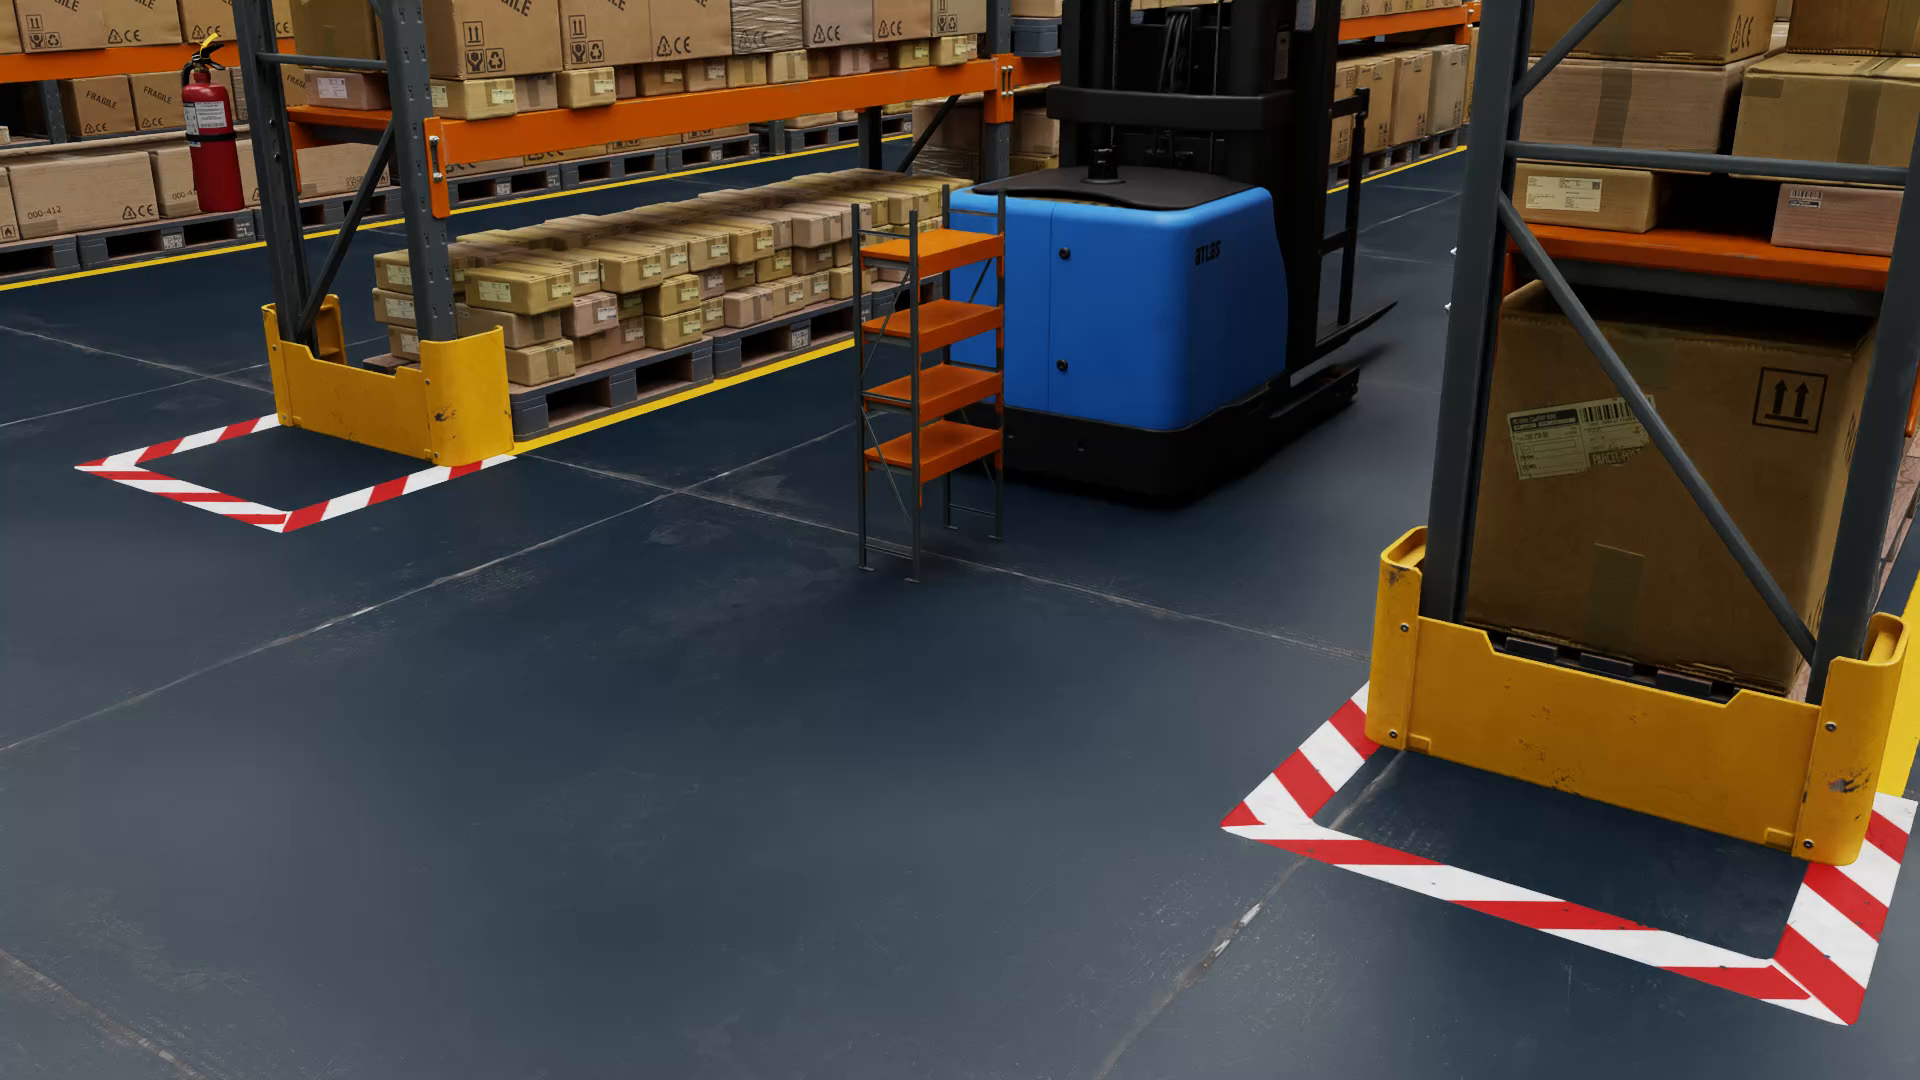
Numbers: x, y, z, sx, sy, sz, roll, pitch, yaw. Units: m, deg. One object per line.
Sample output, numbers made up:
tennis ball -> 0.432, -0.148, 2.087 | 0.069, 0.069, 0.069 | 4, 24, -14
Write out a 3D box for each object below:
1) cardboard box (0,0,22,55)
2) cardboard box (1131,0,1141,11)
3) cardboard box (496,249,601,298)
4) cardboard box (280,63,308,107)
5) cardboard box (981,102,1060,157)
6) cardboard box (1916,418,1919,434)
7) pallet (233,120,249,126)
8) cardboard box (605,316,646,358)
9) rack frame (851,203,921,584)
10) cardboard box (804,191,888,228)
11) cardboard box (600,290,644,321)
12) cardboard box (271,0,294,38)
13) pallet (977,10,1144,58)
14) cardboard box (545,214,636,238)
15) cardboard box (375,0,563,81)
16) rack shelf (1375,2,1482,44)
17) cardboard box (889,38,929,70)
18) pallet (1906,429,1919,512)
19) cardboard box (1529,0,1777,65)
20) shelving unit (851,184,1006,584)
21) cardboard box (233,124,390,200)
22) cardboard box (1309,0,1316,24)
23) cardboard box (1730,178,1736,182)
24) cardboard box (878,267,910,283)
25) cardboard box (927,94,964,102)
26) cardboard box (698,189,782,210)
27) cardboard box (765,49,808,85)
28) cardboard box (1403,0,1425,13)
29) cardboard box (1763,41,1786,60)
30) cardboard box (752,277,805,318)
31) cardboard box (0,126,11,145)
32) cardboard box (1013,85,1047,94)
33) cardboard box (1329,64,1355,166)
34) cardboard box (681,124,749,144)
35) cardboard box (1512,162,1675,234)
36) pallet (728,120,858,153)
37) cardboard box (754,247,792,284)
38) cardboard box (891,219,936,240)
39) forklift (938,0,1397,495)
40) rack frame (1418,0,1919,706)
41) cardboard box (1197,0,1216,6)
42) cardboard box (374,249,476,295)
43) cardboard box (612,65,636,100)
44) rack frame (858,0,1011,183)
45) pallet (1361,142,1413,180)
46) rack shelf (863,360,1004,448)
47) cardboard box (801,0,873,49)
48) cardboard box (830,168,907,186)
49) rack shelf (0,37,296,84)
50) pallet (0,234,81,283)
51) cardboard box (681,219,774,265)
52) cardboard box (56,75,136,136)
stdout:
cardboard box -> -5.794, -3.041, 9.518 | 0.500, 0.500, 0.500 | 13, 24, 31
cardboard box -> 0.875, -3.299, 10.116 | 0.380, 0.149, 0.250 | 14, 24, 32
cardboard box -> -1.781, -1.151, 7.199 | 0.380, 0.149, 0.250 | 14, 24, 33
cardboard box -> -6.815, -4.593, 16.856 | 0.500, 0.500, 0.500 | 15, 25, 34
cardboard box -> 0.471, -2.510, 10.143 | 0.500, 0.250, 0.500 | 12, 23, 29
cardboard box -> 3.445, -1.003, 6.611 | 0.875, 0.875, 0.875 | 13, 24, 32
pallet -> -7.310, -4.161, 16.709 | 1.003, 0.211, 1.213 | 13, 24, 32
cardboard box -> -1.639, -0.937, 7.477 | 0.380, 0.149, 0.250 | 14, 24, 32
rack frame -> -0.230, -0.445, 5.239 | 0.240, 1.200, 0.015 | 13, 24, 32
cardboard box -> -0.603, -1.746, 8.808 | 0.380, 0.149, 0.250 | 14, 25, 34
cardboard box -> -1.640, -1.080, 7.436 | 0.380, 0.149, 0.250 | 14, 24, 33
cardboard box -> -4.648, -3.625, 11.096 | 0.500, 0.500, 0.500 | 13, 24, 31
pallet -> 0.387, -3.074, 10.028 | 1.003, 0.211, 1.213 | 13, 24, 32
cardboard box -> -1.792, -1.475, 8.076 | 0.380, 0.149, 0.250 | 14, 25, 34
cardboard box -> -1.931, -2.087, 6.509 | 0.500, 0.500, 0.500 | 15, 25, 34
rack shelf -> 5.458, -5.505, 17.360 | 1.077, 0.370, 4.000 | 13, 24, 32
cardboard box -> -0.385, -2.567, 8.744 | 0.380, 0.149, 0.250 | 14, 25, 34
pallet -> 3.390, -0.466, 6.720 | 1.003, 0.211, 1.213 | 13, 24, 32
cardboard box -> 1.690, -1.441, 4.043 | 0.500, 0.500, 0.500 | 14, 24, 32
shelving unit -> -0.093, -0.515, 5.428 | 0.258, 1.200, 0.503 | 13, 24, 32
cardboard box -> -4.756, -2.745, 11.951 | 0.875, 0.438, 0.875 | 13, 24, 31
cardboard box -> 2.561, -4.244, 12.770 | 0.500, 0.500, 0.500 | 14, 24, 32
cardboard box -> 2.134, -1.171, 4.969 | 0.380, 0.149, 0.250 | 13, 24, 31
cardboard box -> -0.412, -1.507, 9.020 | 0.380, 0.149, 0.250 | 12, 24, 30
cardboard box -> -0.511, -4.811, 17.631 | 0.950, 0.372, 0.625 | 15, 25, 35
cardboard box -> -1.172, -1.767, 8.866 | 0.380, 0.149, 0.250 | 14, 24, 33
cardboard box -> -0.950, -2.265, 7.926 | 0.380, 0.149, 0.250 | 14, 24, 33
cardboard box -> 3.694, -4.823, 14.337 | 0.500, 0.500, 0.500 | 14, 24, 32
cardboard box -> 1.972, -1.234, 4.566 | 0.500, 0.250, 0.500 | 13, 24, 31
cardboard box -> -0.994, -1.219, 8.242 | 0.380, 0.149, 0.250 | 13, 24, 32
cardboard box -> -8.492, -3.519, 14.459 | 0.380, 0.149, 0.250 | 12, 24, 30
cardboard box -> 0.632, -2.912, 11.229 | 0.500, 0.250, 0.500 | 12, 23, 29
cardboard box -> 2.502, -3.420, 13.323 | 1.050, 0.750, 0.750 | 13, 24, 31
cardboard box -> -2.522, -4.075, 14.916 | 0.875, 0.875, 0.875 | 13, 24, 31
cardboard box -> 1.561, -0.877, 4.176 | 0.380, 0.149, 0.250 | 14, 24, 33
pallet -> -1.625, -3.973, 16.202 | 1.003, 0.211, 1.213 | 13, 24, 32
cardboard box -> -1.057, -1.389, 8.270 | 0.380, 0.149, 0.250 | 15, 25, 34
cardboard box -> -0.355, -1.660, 9.003 | 0.380, 0.149, 0.250 | 12, 24, 30
forklift -> 1.121, -1.996, 6.936 | 1.130, 2.935, 3.031 | 12, 24, 30
rack frame -> 1.633, -0.829, 3.682 | 1.000, 3.000, 0.127 | 13, 24, 32
cardboard box -> 1.463, -3.602, 10.935 | 0.380, 0.149, 0.250 | 14, 25, 33
cardboard box -> -2.324, -1.165, 7.238 | 0.380, 0.149, 0.250 | 14, 24, 32
cardboard box -> -1.622, -1.985, 7.171 | 0.380, 0.149, 0.250 | 15, 25, 34
rack frame -> -0.163, -2.973, 9.478 | 1.000, 3.000, 0.127 | 13, 24, 32
pallet -> 3.277, -3.373, 14.579 | 1.003, 0.211, 1.213 | 13, 24, 32
rack shelf -> -0.093, -0.452, 5.452 | 0.258, 0.148, 0.480 | 13, 24, 32
cardboard box -> -0.775, -2.674, 8.098 | 0.500, 0.500, 0.500 | 13, 24, 32
cardboard box -> -0.528, -2.053, 9.639 | 0.380, 0.149, 0.250 | 14, 25, 34
rack shelf -> -5.438, -2.998, 10.583 | 1.077, 0.370, 4.000 | 13, 24, 32
pallet -> -6.178, -1.698, 10.052 | 1.003, 0.211, 1.213 | 13, 24, 32
cardboard box -> -1.113, -1.430, 7.953 | 0.380, 0.149, 0.250 | 14, 24, 33
cardboard box -> -7.963, -3.996, 15.241 | 0.500, 0.500, 0.500 | 15, 25, 34
